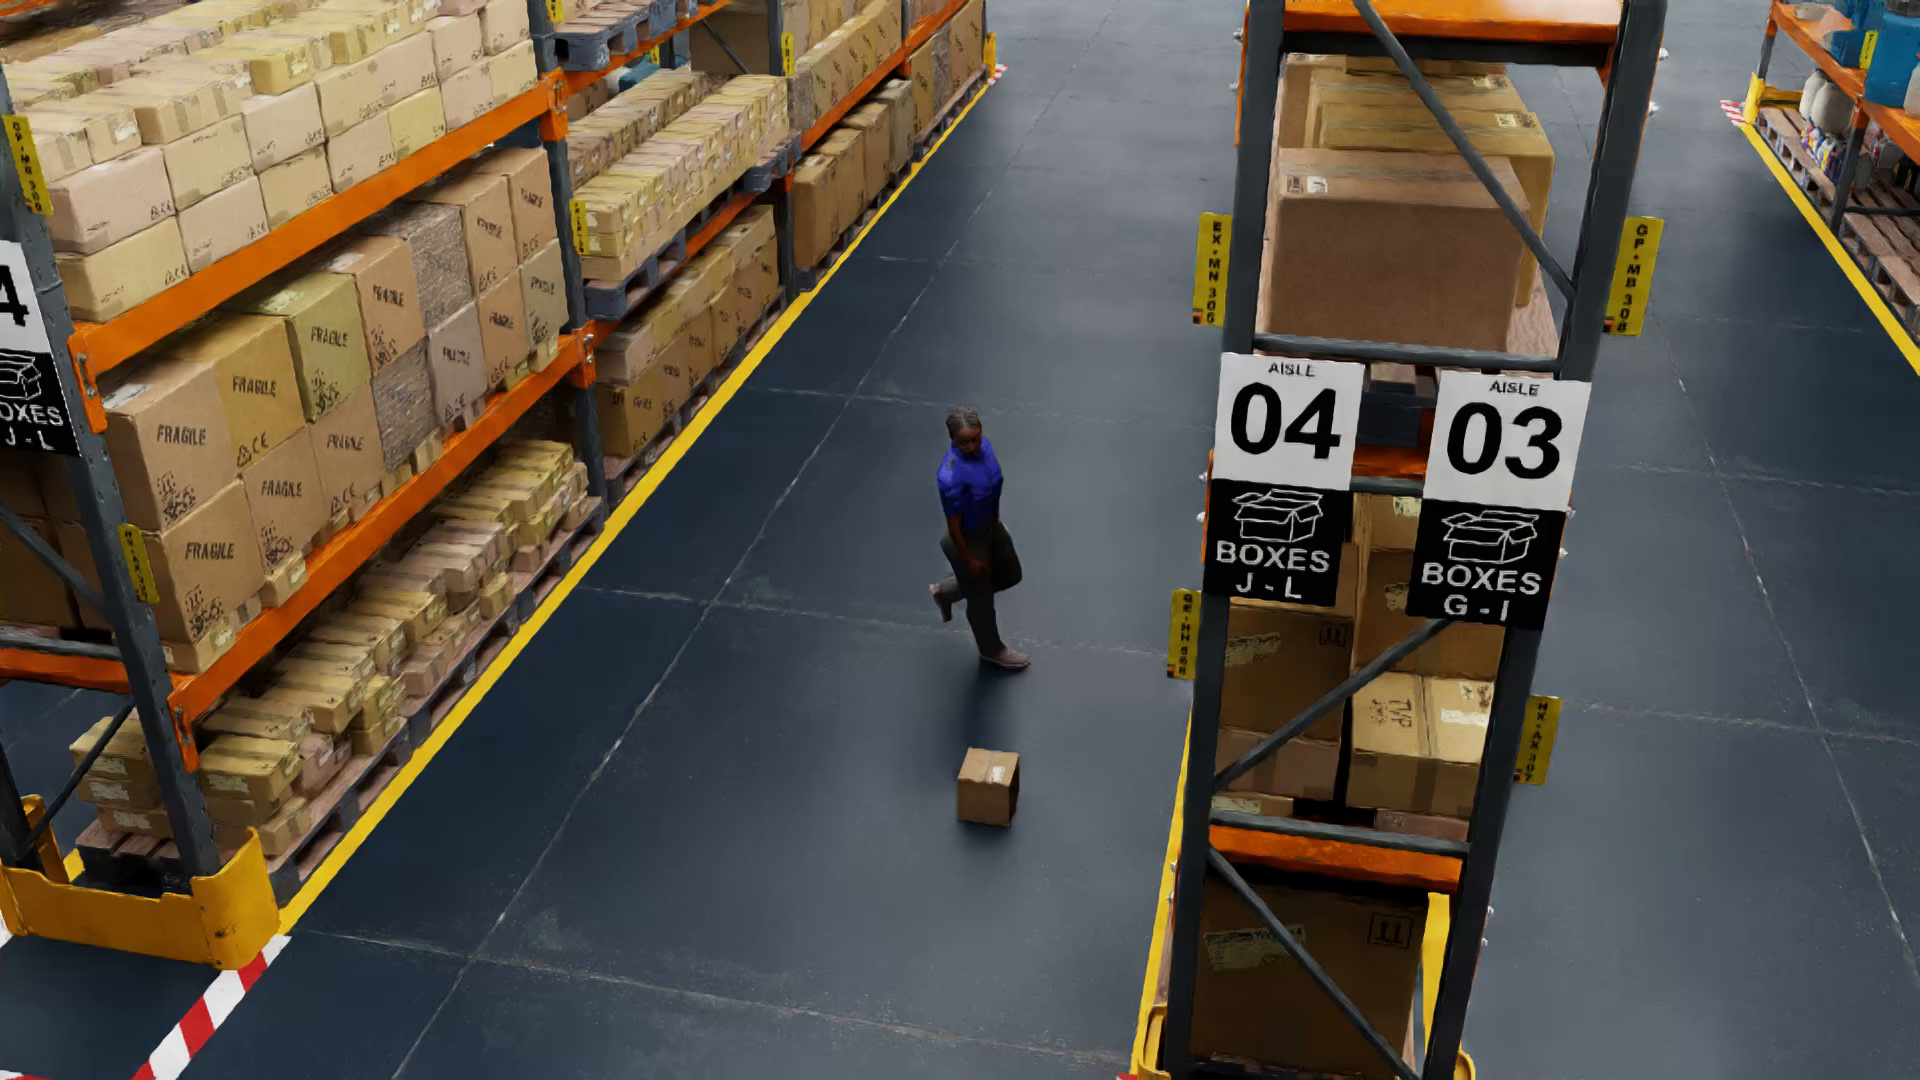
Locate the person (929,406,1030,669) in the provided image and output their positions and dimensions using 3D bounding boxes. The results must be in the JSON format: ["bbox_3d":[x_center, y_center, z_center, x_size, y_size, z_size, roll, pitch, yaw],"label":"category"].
[{"bbox_3d":[0.040,-0.013,8.650,0.613,1.614,0.559,12,31,21],"label":"person"}]
